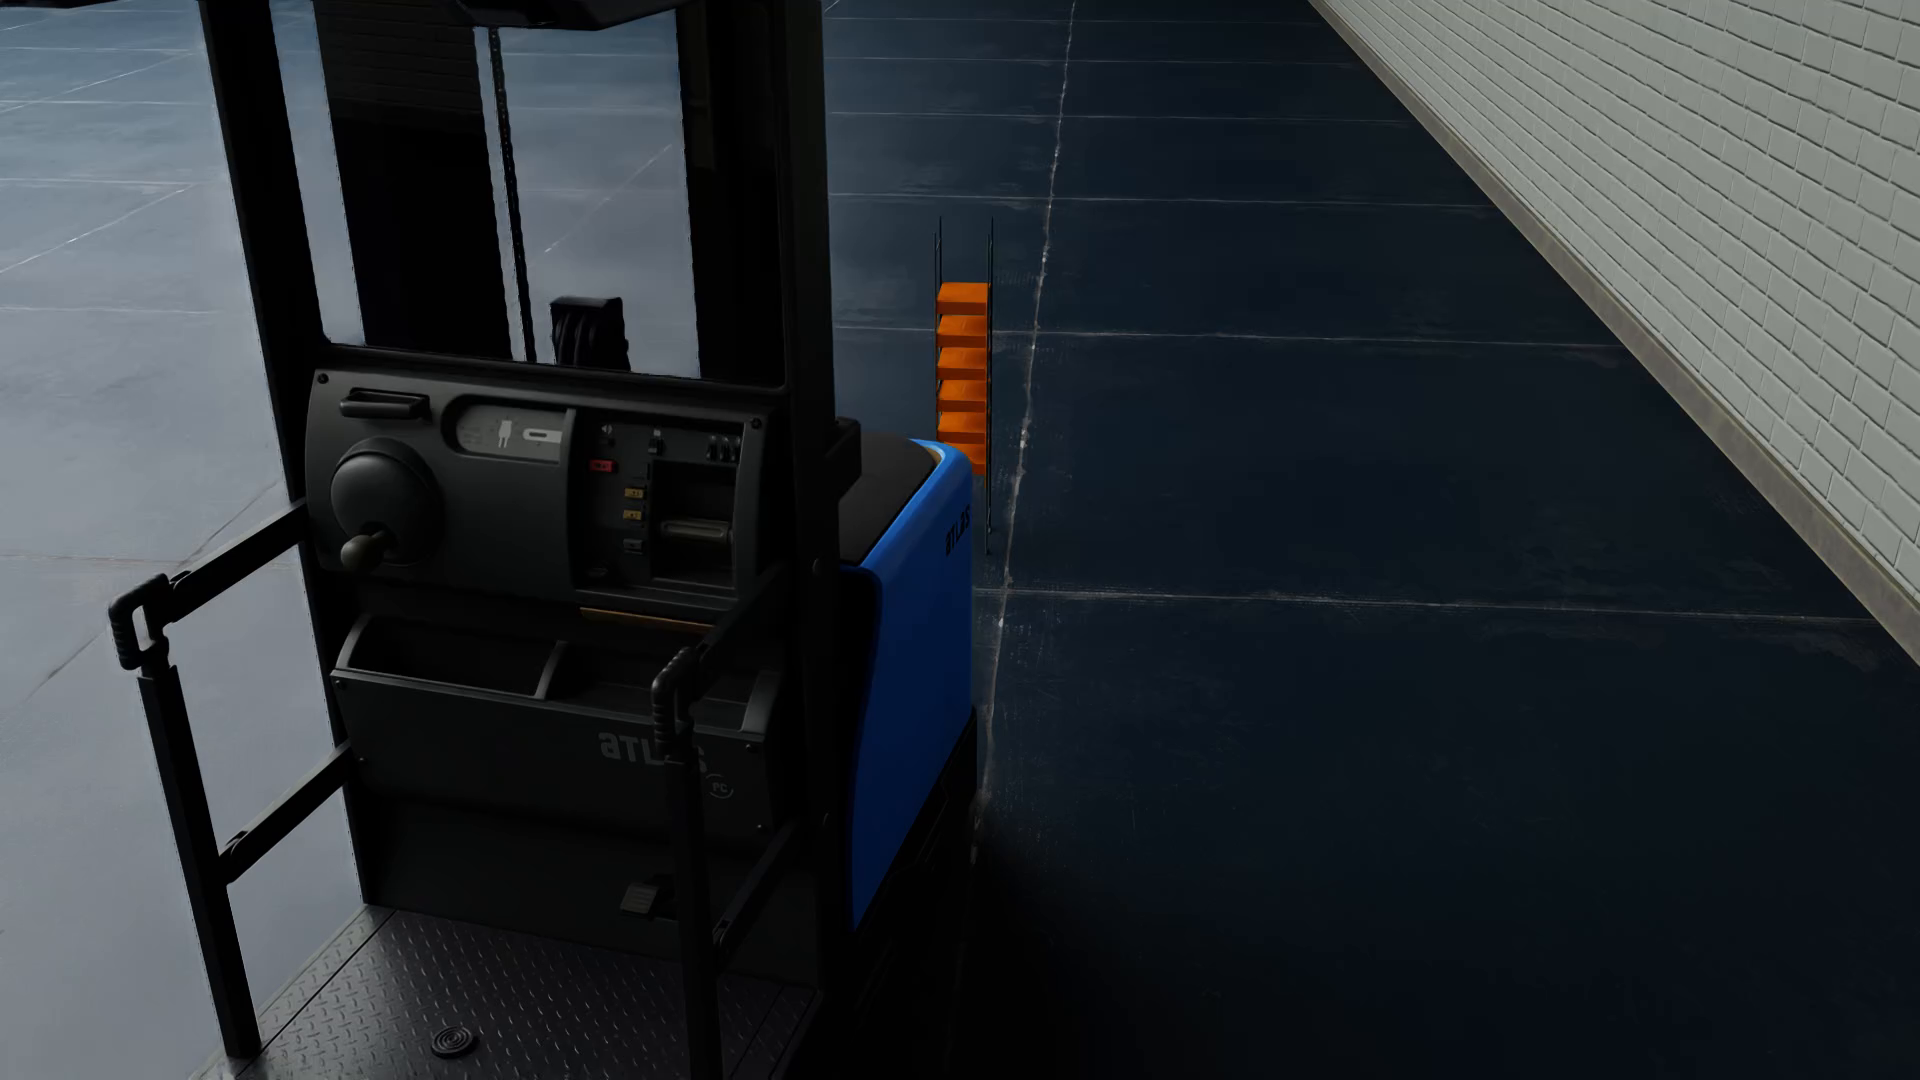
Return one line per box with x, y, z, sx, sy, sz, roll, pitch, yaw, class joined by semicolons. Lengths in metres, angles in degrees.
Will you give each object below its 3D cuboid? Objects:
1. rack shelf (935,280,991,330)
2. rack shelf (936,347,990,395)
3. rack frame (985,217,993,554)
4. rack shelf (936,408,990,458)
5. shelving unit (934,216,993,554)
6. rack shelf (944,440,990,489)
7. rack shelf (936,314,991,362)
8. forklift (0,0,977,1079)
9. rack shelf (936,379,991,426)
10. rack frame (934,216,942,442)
0.014;-0.831;5.866;0.180;0.103;0.258;2;25;4;rack shelf
0.014;-0.613;5.967;0.180;0.103;0.258;2;25;4;rack shelf
0.106;-0.542;5.992;0.006;1.200;0.240;2;25;4;rack frame
0.014;-0.395;6.067;0.180;0.103;0.258;2;25;4;rack shelf
0.014;-0.545;5.998;0.189;1.200;0.258;2;25;4;shelving unit
0.014;-0.286;6.117;0.180;0.103;0.258;2;25;4;rack shelf
0.014;-0.722;5.916;0.180;0.103;0.258;2;25;4;rack shelf
-0.848;-0.065;2.884;1.130;2.935;3.031;7;26;14;forklift
0.014;-0.504;6.017;0.180;0.103;0.258;2;25;4;rack shelf
-0.077;-0.548;6.005;0.006;1.200;0.240;2;25;4;rack frame
